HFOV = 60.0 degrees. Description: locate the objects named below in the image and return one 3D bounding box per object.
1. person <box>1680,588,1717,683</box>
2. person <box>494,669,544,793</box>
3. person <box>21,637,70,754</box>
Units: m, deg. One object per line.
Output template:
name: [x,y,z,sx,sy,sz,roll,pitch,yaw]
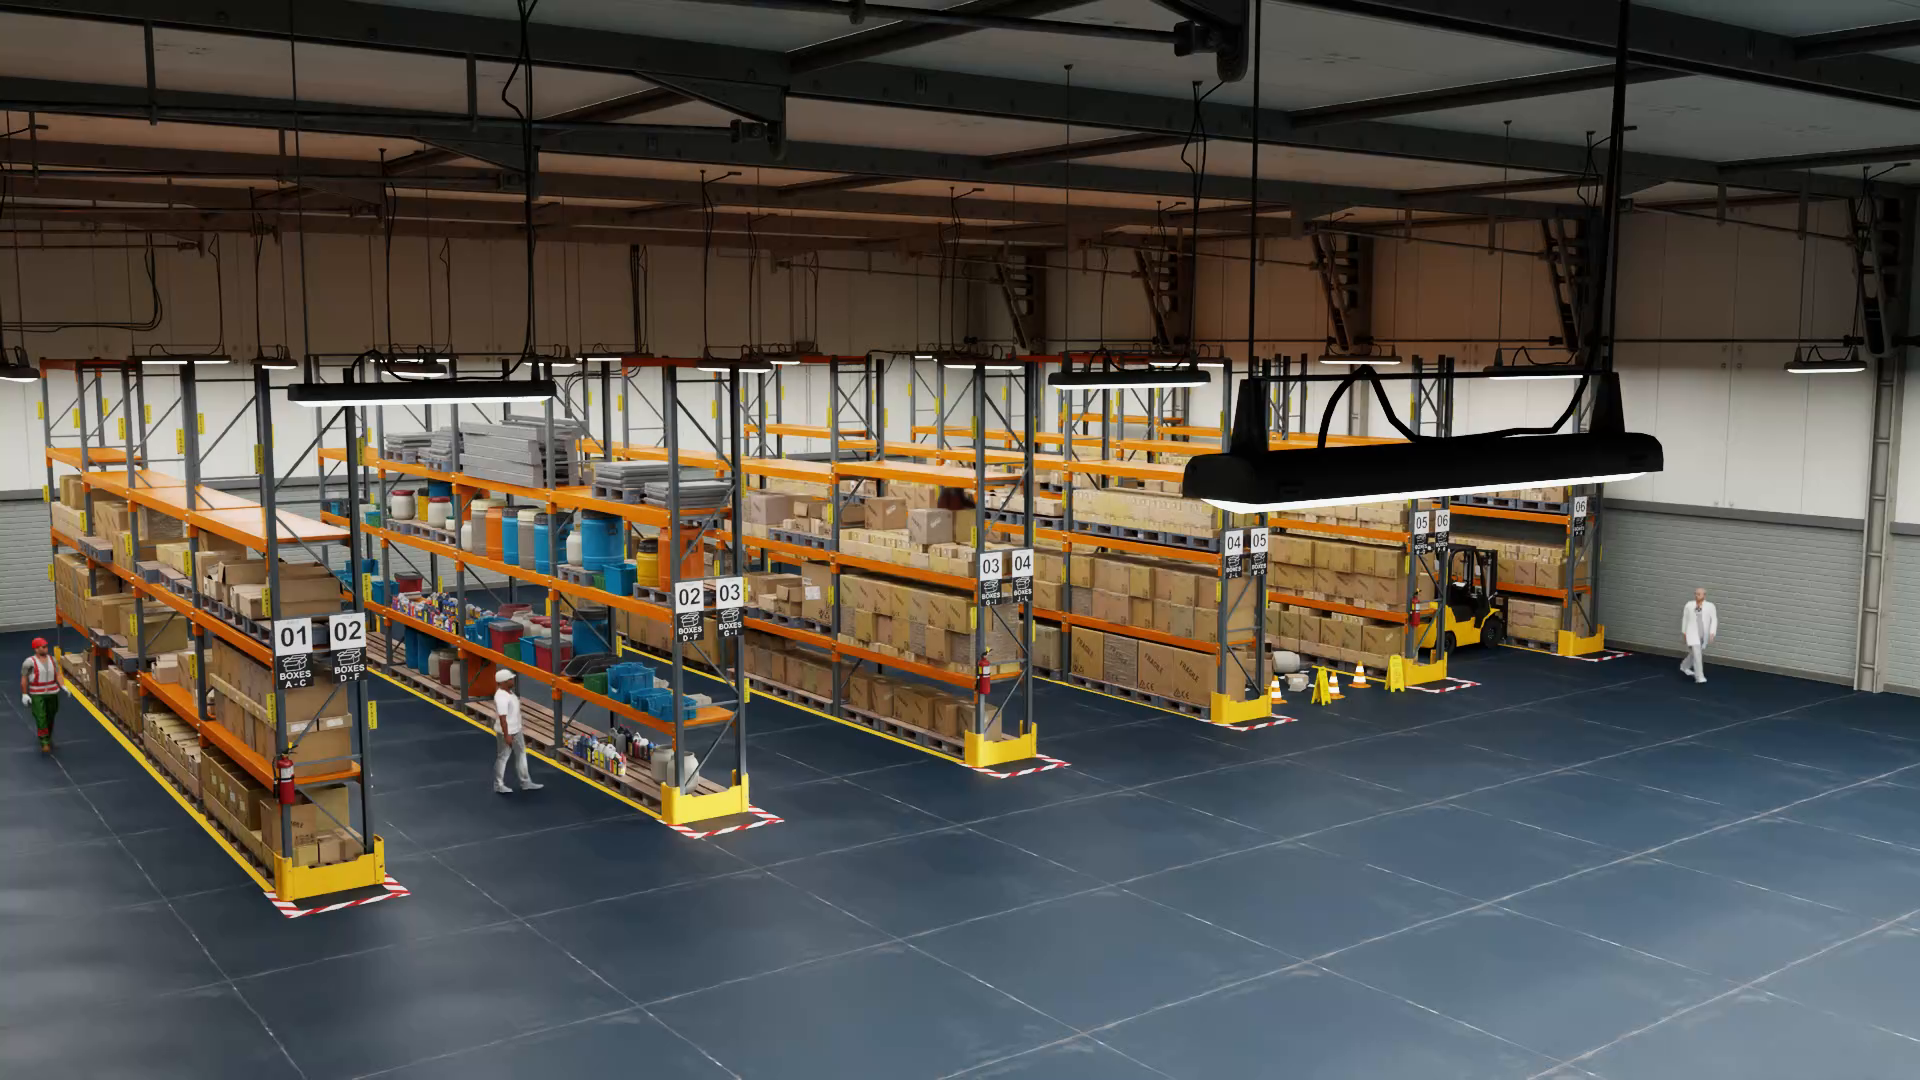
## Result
person: [13.719,1.752,30.913,0.525,1.733,1.126,-1,7,-8]
person: [-6.256,2.676,23.256,0.646,1.763,0.603,2,7,15]
person: [-14.097,2.367,25.646,0.646,1.729,1.060,-5,9,-38]
